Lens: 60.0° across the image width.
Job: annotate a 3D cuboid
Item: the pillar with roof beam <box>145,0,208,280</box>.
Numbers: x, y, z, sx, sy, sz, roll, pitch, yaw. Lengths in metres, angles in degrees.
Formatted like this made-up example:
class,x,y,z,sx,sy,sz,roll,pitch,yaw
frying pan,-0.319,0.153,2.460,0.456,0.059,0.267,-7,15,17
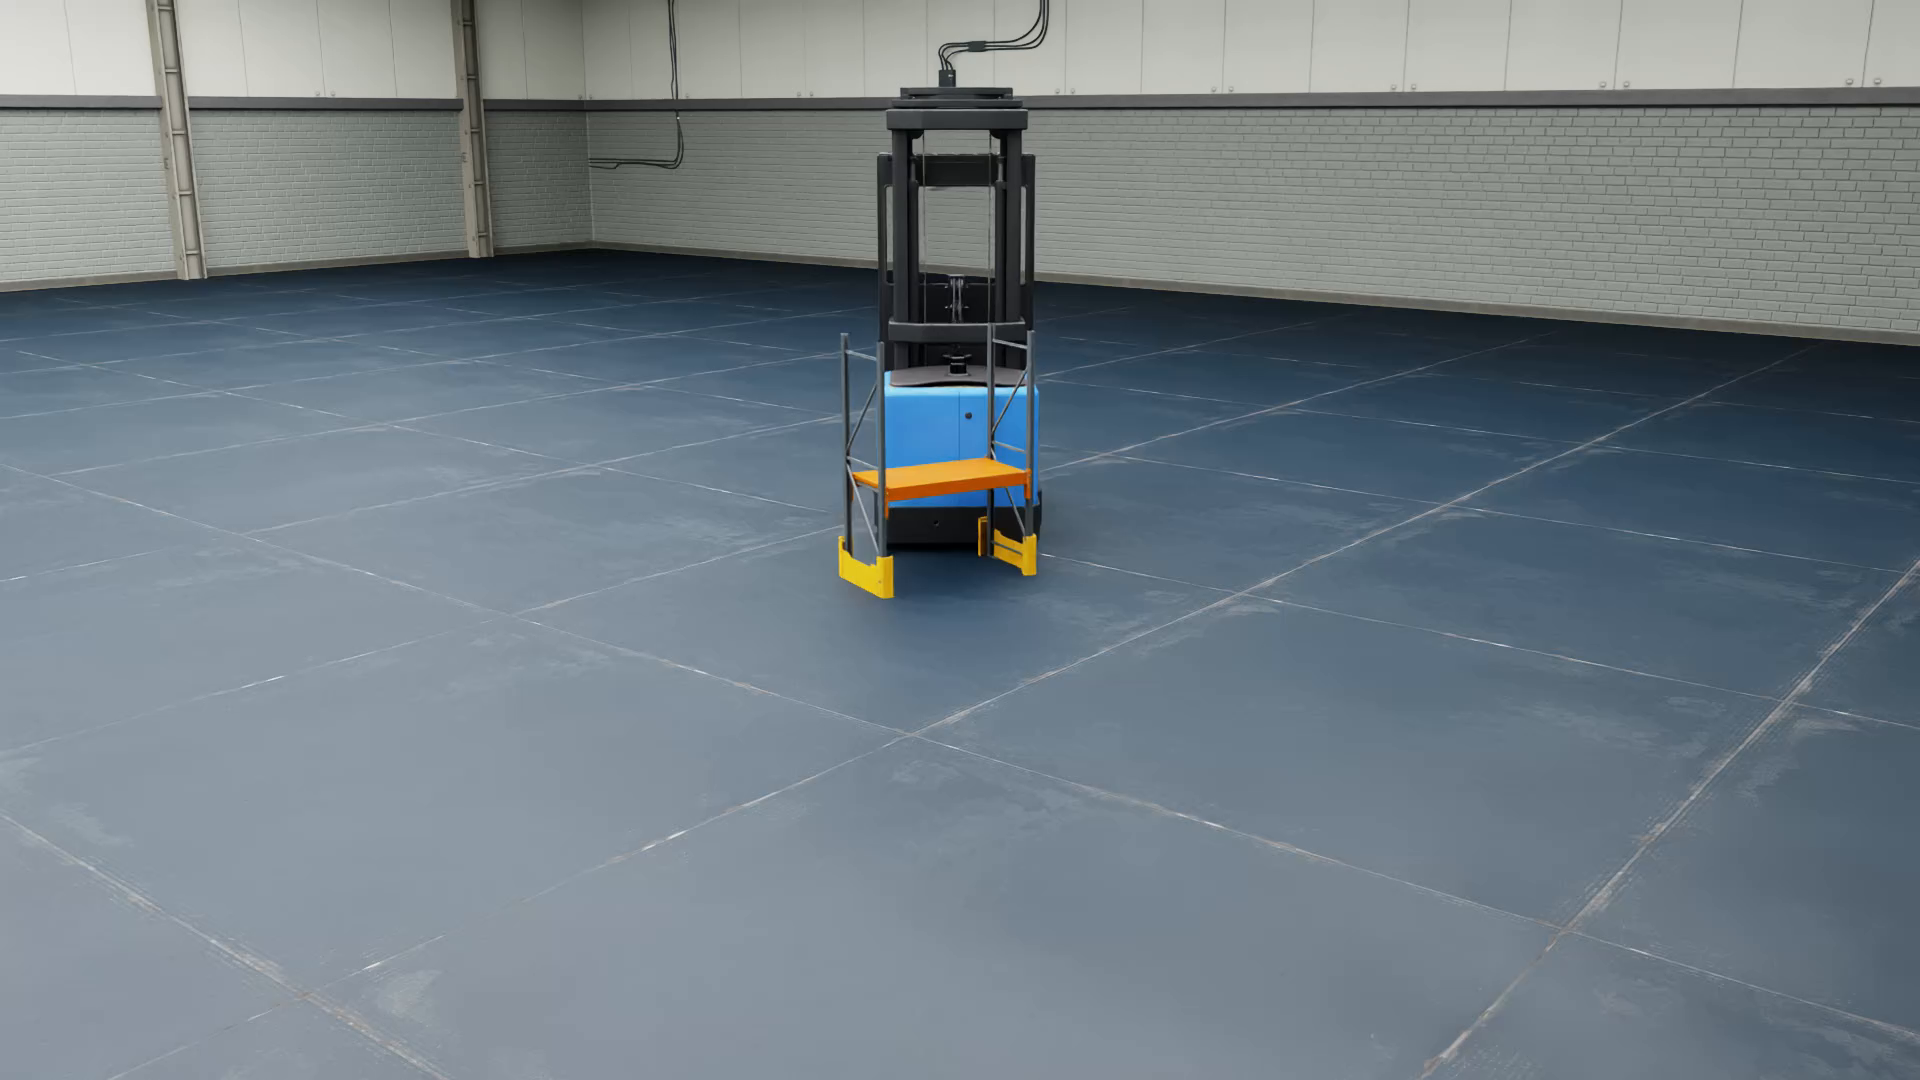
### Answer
class,x,y,z,sx,sy,sz,roll,pitch,yaw
pillar with roof beam,-10.135,-8.290,25.479,9.100,9.000,0.400,11,18,38

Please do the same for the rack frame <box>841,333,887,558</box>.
class,x,y,z,sx,sy,sz,roll,pitch,yaw
rack frame,-0.567,-0.445,9.827,0.032,1.500,0.500,-8,16,-29

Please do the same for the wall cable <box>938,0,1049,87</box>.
class,x,y,z,sx,sy,sz,roll,pitch,yaw
wall cable,0.542,-10.641,27.826,2.305,6.003,0.169,11,18,38

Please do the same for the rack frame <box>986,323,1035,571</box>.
class,x,y,z,sx,sy,sz,roll,pitch,yaw
rack frame,0.310,-0.571,10.324,0.032,1.500,0.500,-8,16,-29

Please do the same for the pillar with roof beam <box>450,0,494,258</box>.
class,x,y,z,sx,sy,sz,roll,pitch,yaw
pillar with roof beam,-6.364,-9.439,30.002,9.100,9.000,0.400,11,18,38

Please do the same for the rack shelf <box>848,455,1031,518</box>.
class,x,y,z,sx,sy,sz,roll,pitch,yaw
rack shelf,-0.128,-0.333,10.120,1.000,0.185,0.538,-8,16,-29

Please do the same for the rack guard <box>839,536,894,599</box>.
class,x,y,z,sx,sy,sz,roll,pitch,yaw
rack guard,-0.566,0.161,9.981,0.087,0.250,0.587,-8,16,-29

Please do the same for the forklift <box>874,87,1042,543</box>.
class,x,y,z,sx,sy,sz,roll,pitch,yaw
forklift,-0.032,-1.703,11.874,1.130,2.935,3.031,0,14,-1

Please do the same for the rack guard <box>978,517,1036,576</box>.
class,x,y,z,sx,sy,sz,roll,pitch,yaw
rack guard,0.294,0.037,10.468,0.087,0.250,0.587,-8,16,-29

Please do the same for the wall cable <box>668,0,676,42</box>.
class,x,y,z,sx,sy,sz,roll,pitch,yaw
wall cable,-4.728,-10.989,32.152,3.097,2.526,0.112,11,18,38

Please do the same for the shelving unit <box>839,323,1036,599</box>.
class,x,y,z,sx,sy,sz,roll,pitch,yaw
shelving unit,-0.136,-0.507,10.071,1.083,1.500,0.587,-8,16,-29

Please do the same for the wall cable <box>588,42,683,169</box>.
class,x,y,z,sx,sy,sz,roll,pitch,yaw
wall cable,-6.832,-8.960,34.422,3.097,2.526,0.112,11,18,38
